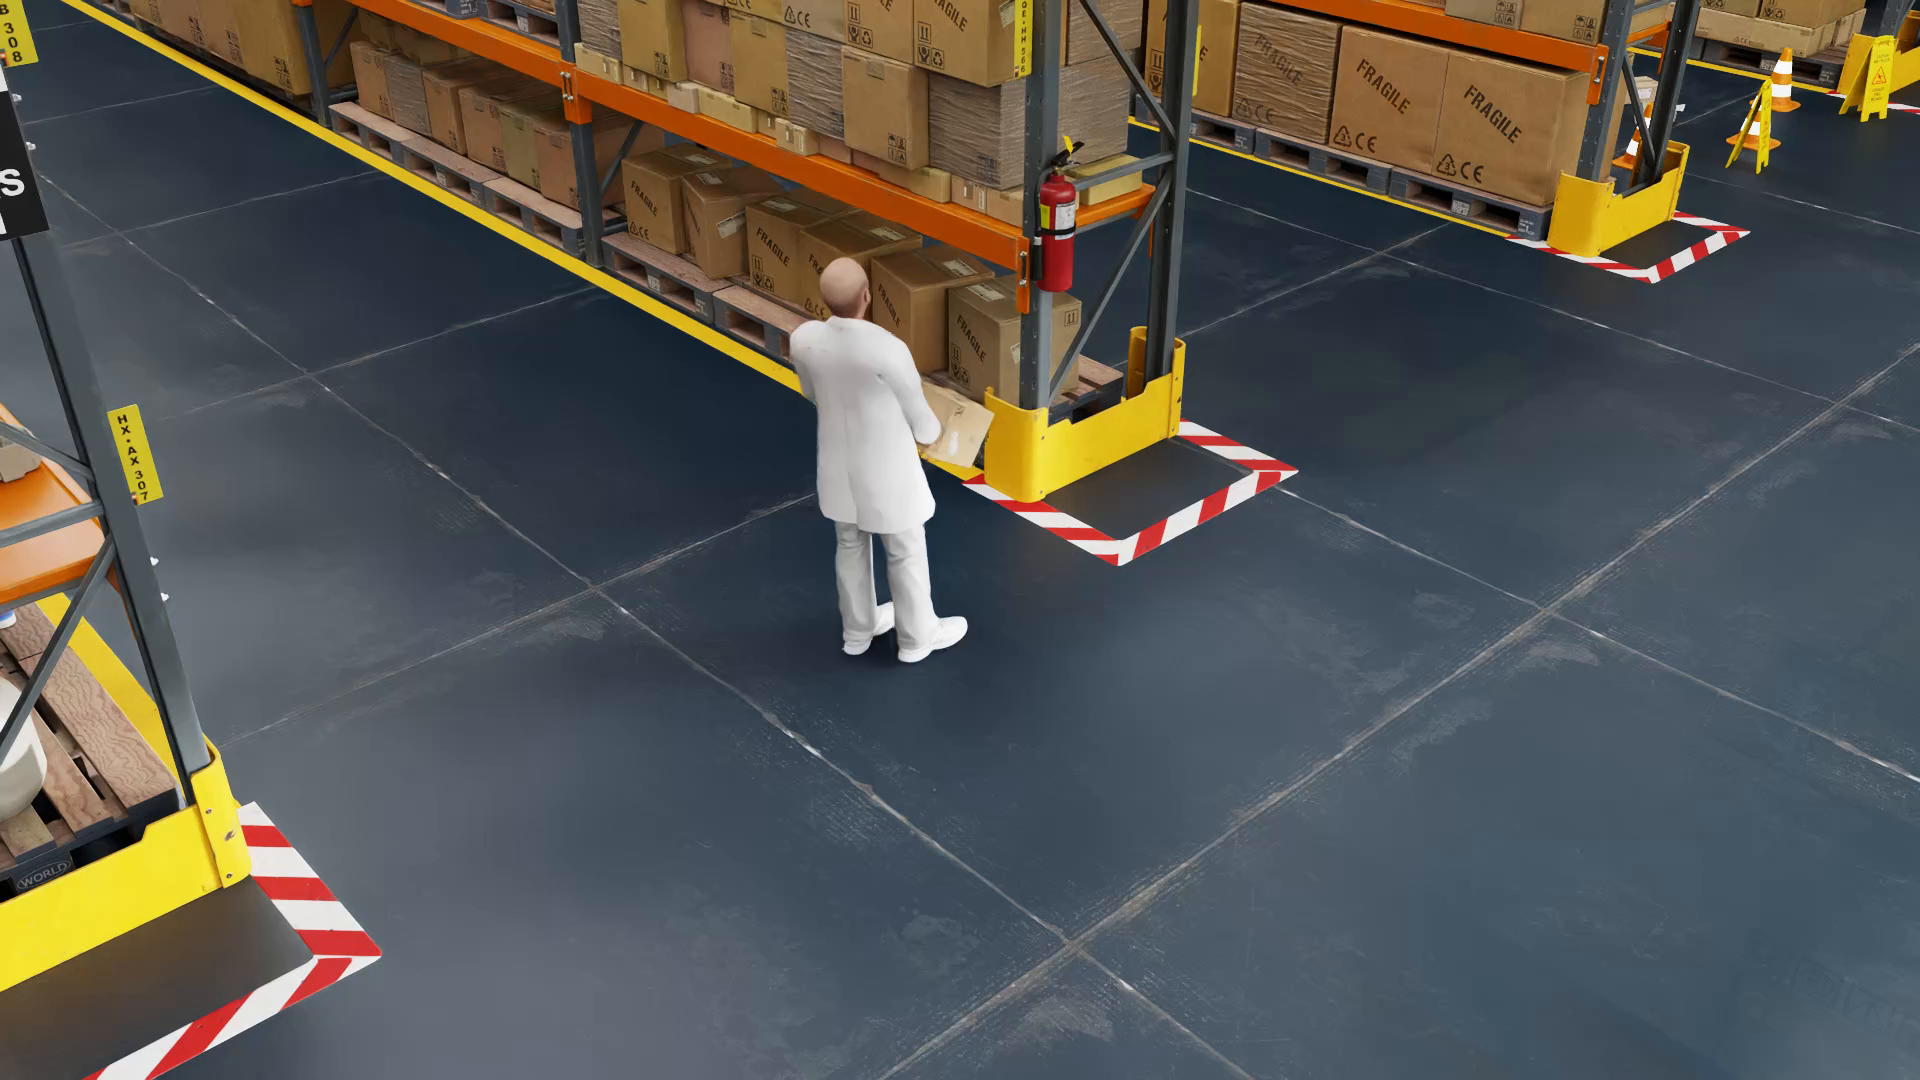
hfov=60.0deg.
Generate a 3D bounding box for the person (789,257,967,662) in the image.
[{"bbox_3d":[-0.330,-0.328,6.678,0.594,1.781,0.511,16,35,24],"label":"person"}]
